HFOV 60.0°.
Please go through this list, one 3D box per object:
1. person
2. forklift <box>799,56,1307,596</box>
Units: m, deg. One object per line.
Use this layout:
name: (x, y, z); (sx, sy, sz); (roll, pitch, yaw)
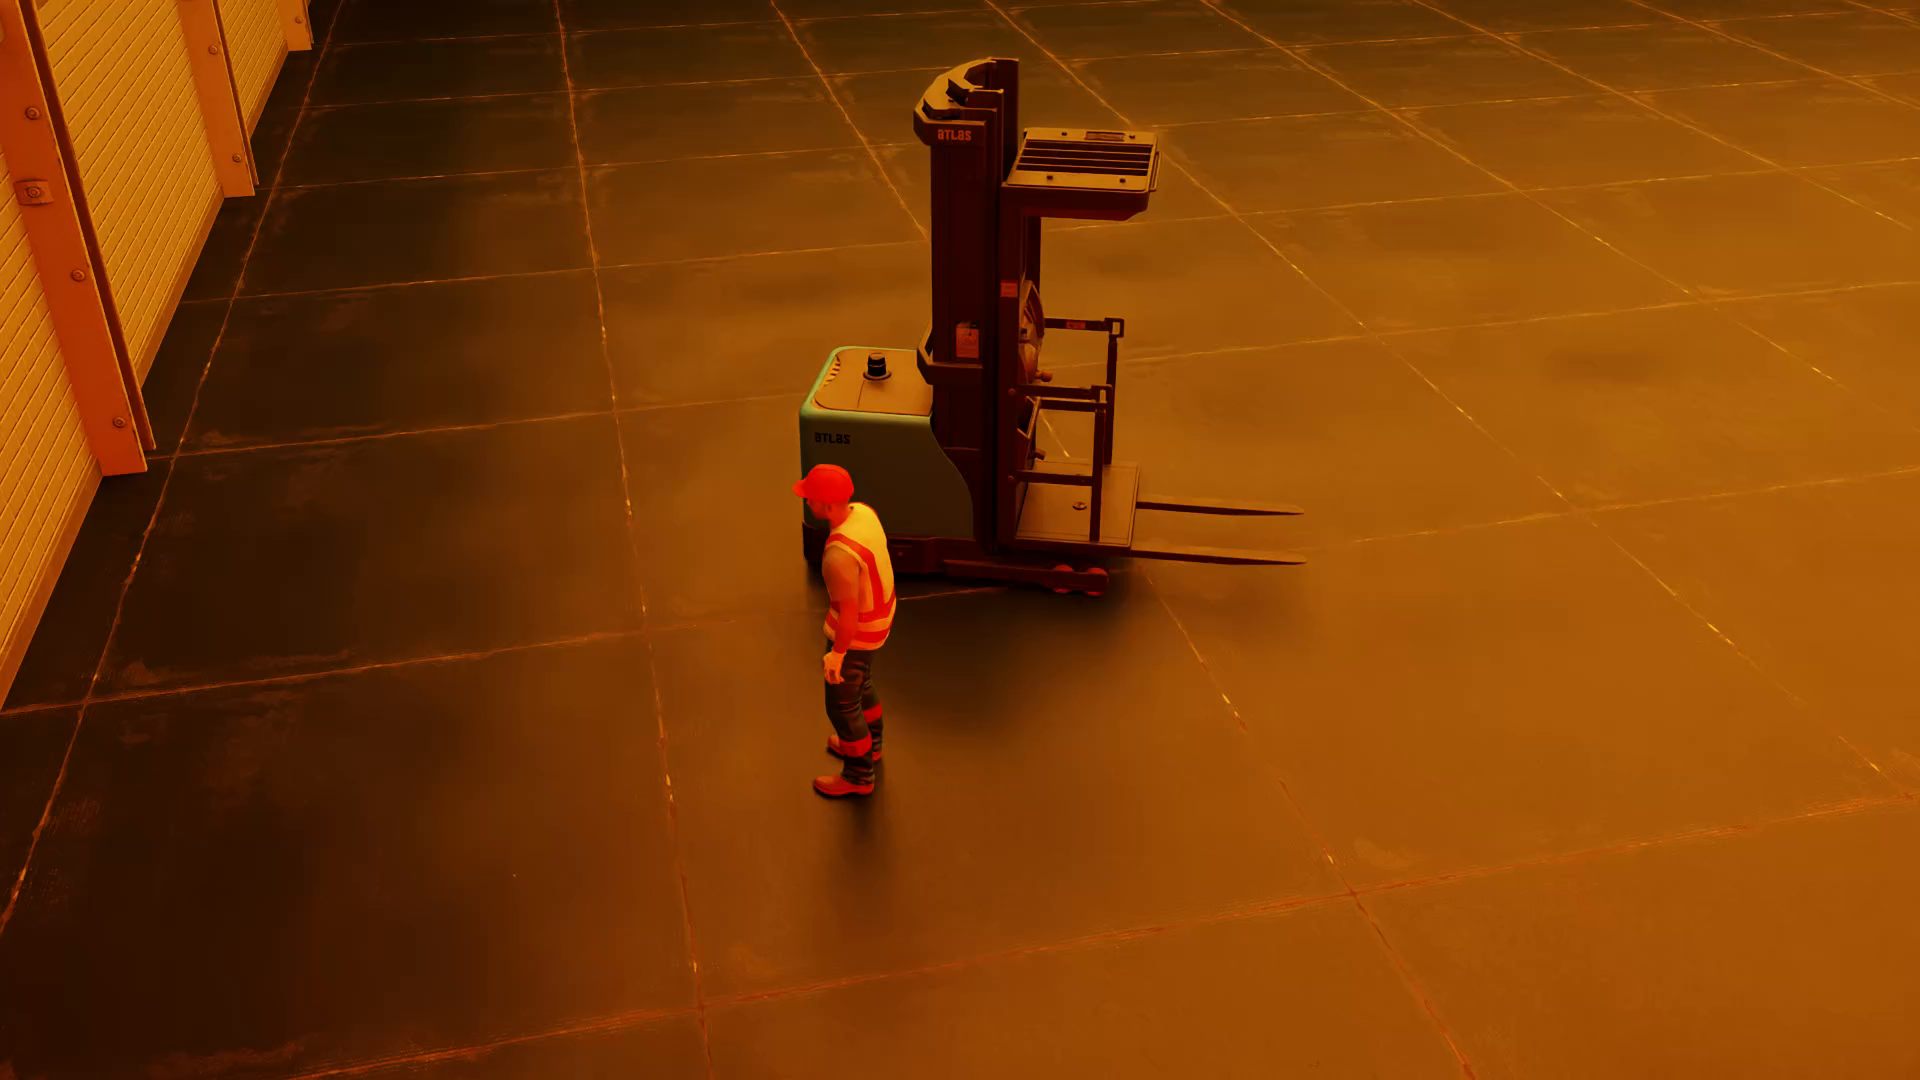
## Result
person: (-0.539, 0.424, 7.997); (0.451, 1.777, 0.618); (5, 30, 8)
forklift: (0.603, -1.222, 9.686); (3.031, 2.935, 1.130); (4, 30, 8)
